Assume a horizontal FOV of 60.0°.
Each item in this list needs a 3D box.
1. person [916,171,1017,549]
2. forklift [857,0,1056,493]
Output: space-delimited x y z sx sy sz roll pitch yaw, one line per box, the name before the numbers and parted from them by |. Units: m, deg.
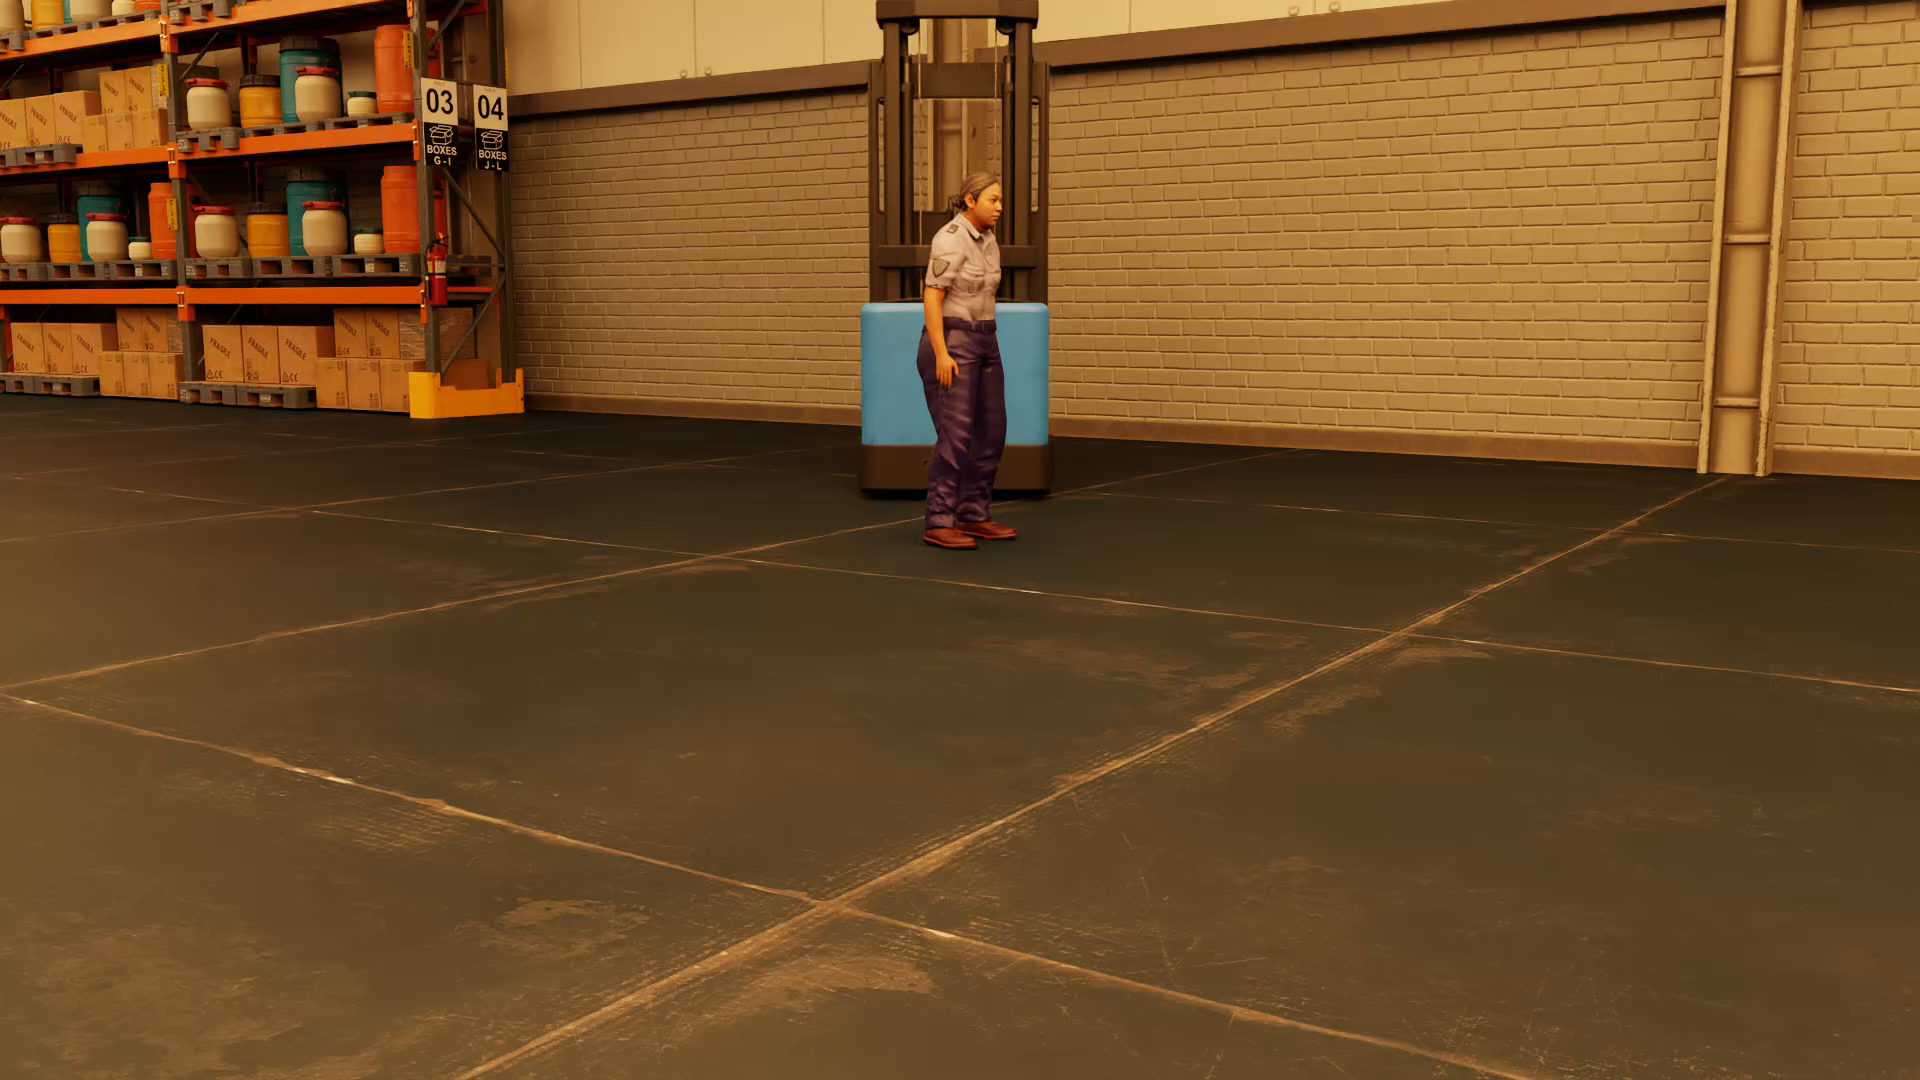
person | 0.023 -0.814 7.470 0.373 1.651 0.546 5 10 32
forklift | -0.004 -1.867 10.320 1.130 2.935 3.031 0 8 1
